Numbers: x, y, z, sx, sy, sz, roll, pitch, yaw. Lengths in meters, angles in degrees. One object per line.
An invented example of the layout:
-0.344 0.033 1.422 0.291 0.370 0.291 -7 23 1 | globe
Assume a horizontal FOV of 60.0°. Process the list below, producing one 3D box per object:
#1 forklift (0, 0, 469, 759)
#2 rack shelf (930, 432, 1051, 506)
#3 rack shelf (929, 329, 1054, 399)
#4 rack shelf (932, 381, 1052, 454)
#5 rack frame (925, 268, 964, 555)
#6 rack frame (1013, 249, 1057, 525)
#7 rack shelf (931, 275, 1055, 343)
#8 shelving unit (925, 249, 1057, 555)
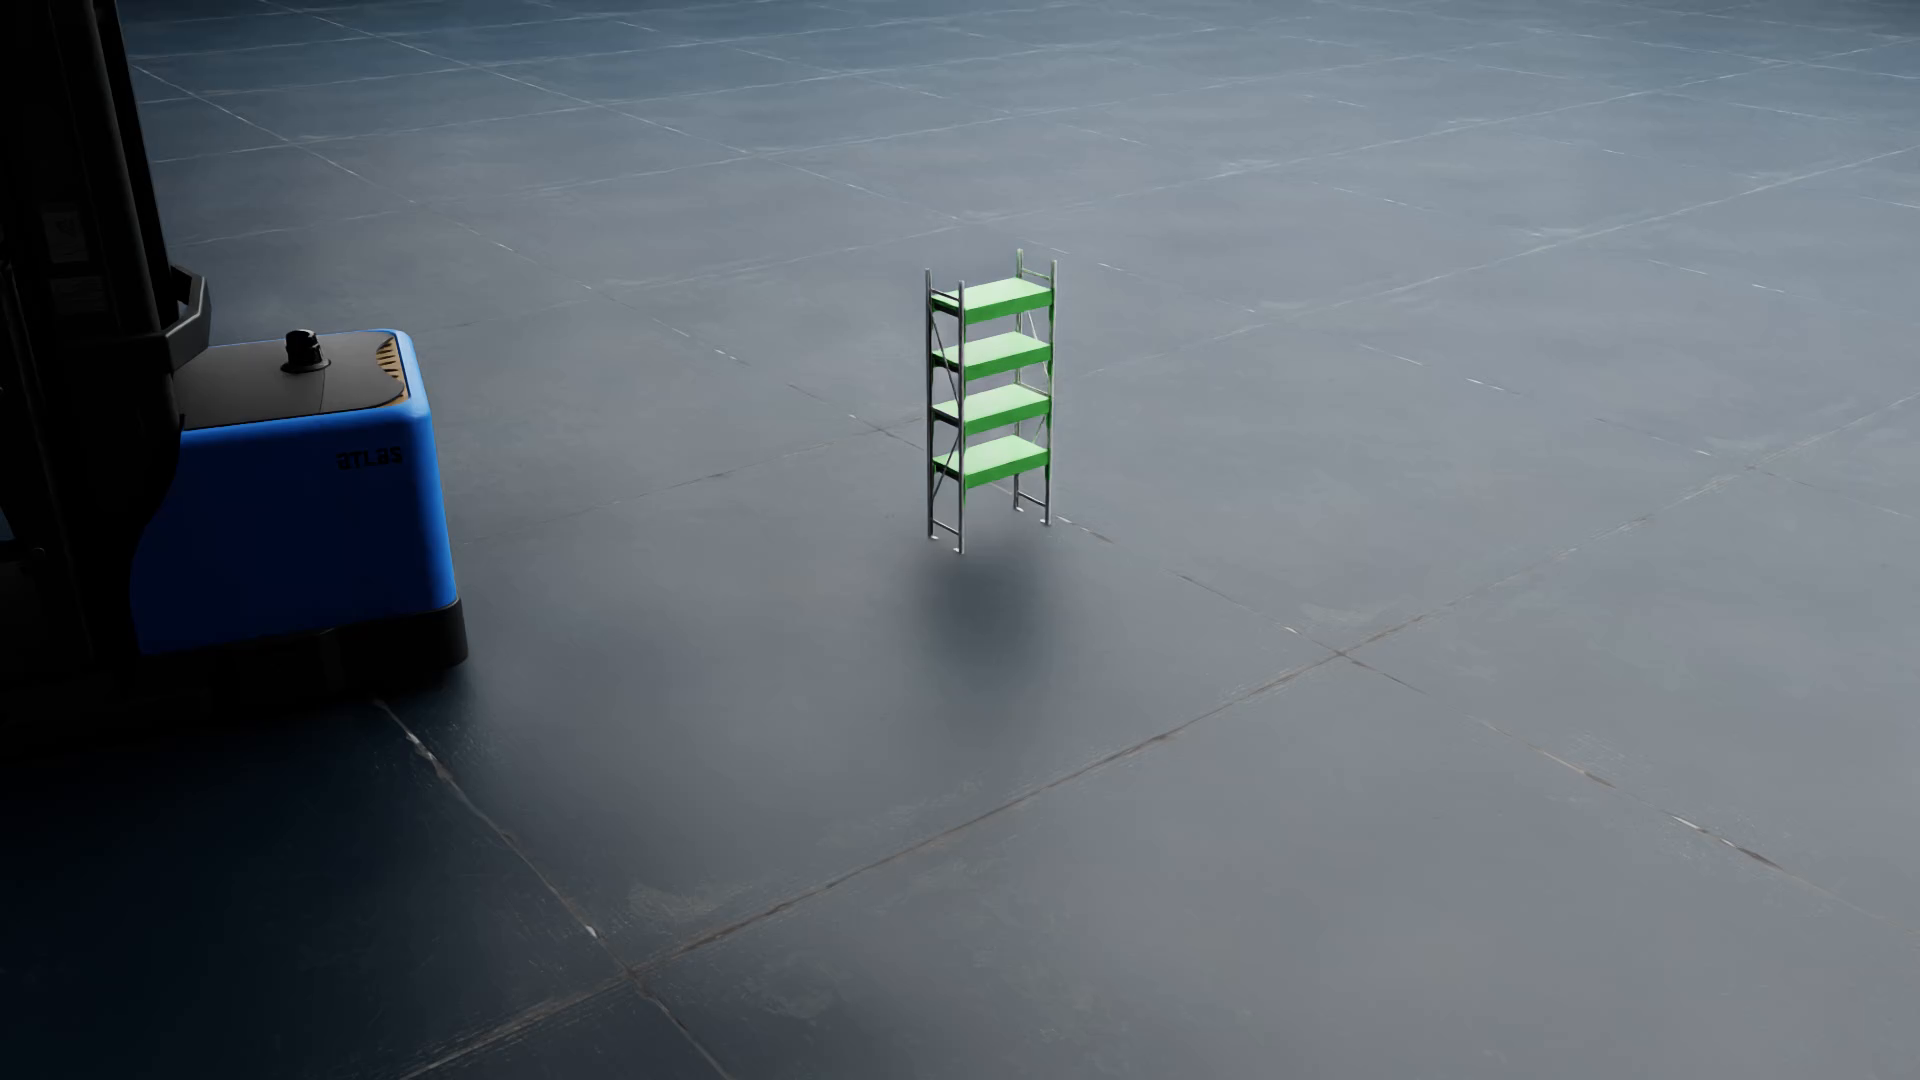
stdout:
-3.392 -0.785 5.459 3.031 2.935 1.130 -9 26 -19 | forklift
0.130 -0.312 7.218 0.480 0.148 0.258 -18 31 -34 | rack shelf
0.130 -0.747 7.016 0.480 0.148 0.258 -18 31 -34 | rack shelf
0.130 -0.529 7.117 0.480 0.148 0.258 -18 31 -34 | rack shelf
-0.062 -0.524 6.953 0.015 1.200 0.240 -18 31 -34 | rack frame
0.322 -0.651 7.227 0.015 1.200 0.240 -18 31 -34 | rack frame
0.130 -0.965 6.915 0.480 0.148 0.258 -18 31 -34 | rack shelf
0.130 -0.587 7.090 0.503 1.200 0.258 -18 31 -34 | shelving unit
